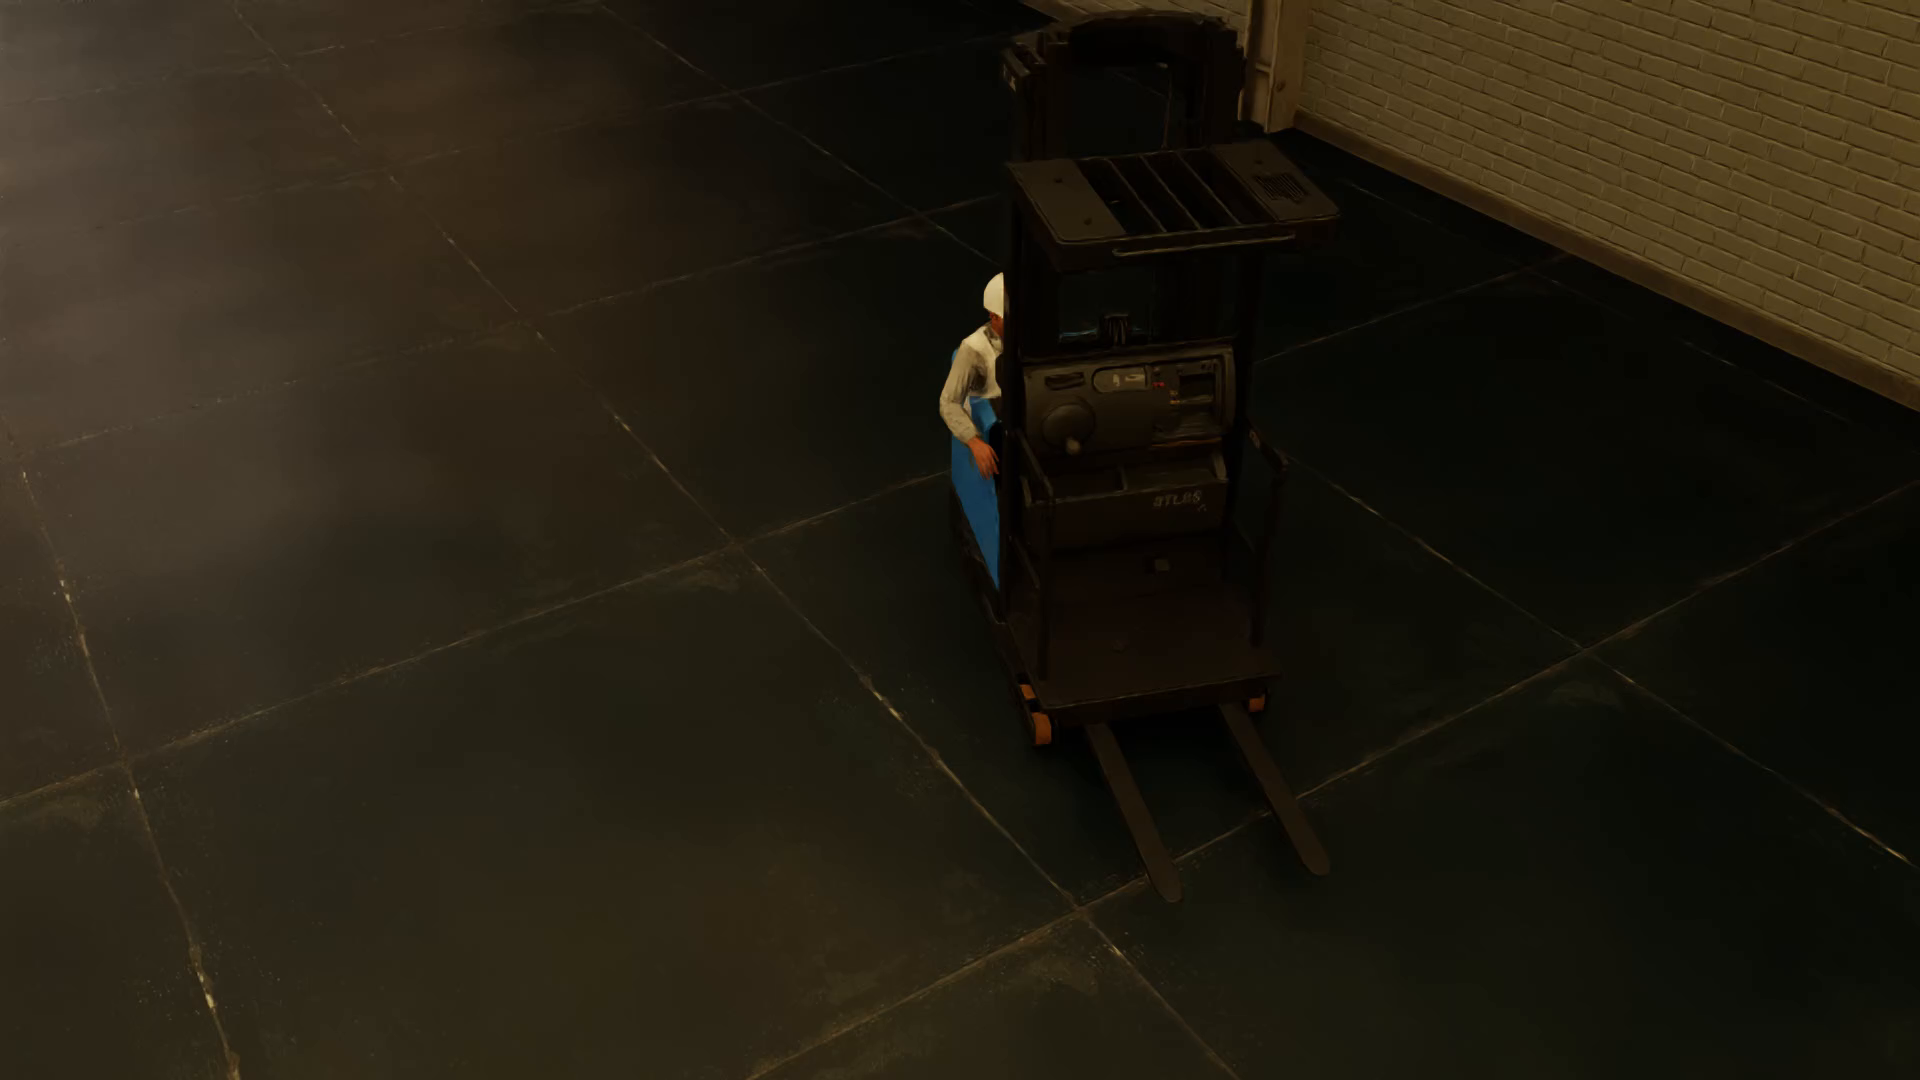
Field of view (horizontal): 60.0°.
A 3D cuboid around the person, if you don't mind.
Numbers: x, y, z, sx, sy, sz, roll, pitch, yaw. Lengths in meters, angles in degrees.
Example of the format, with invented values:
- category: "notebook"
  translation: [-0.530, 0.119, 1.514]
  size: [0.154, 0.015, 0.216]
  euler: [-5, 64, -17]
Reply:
- category: "person"
  translation: [0.318, -0.461, 7.959]
  size: [0.881, 1.691, 0.674]
  euler: [-19, 39, -25]

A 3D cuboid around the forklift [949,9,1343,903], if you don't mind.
- category: "forklift"
  translation: [0.775, -0.525, 6.894]
  size: [1.130, 2.935, 3.031]
  euler: [-8, 36, -11]
